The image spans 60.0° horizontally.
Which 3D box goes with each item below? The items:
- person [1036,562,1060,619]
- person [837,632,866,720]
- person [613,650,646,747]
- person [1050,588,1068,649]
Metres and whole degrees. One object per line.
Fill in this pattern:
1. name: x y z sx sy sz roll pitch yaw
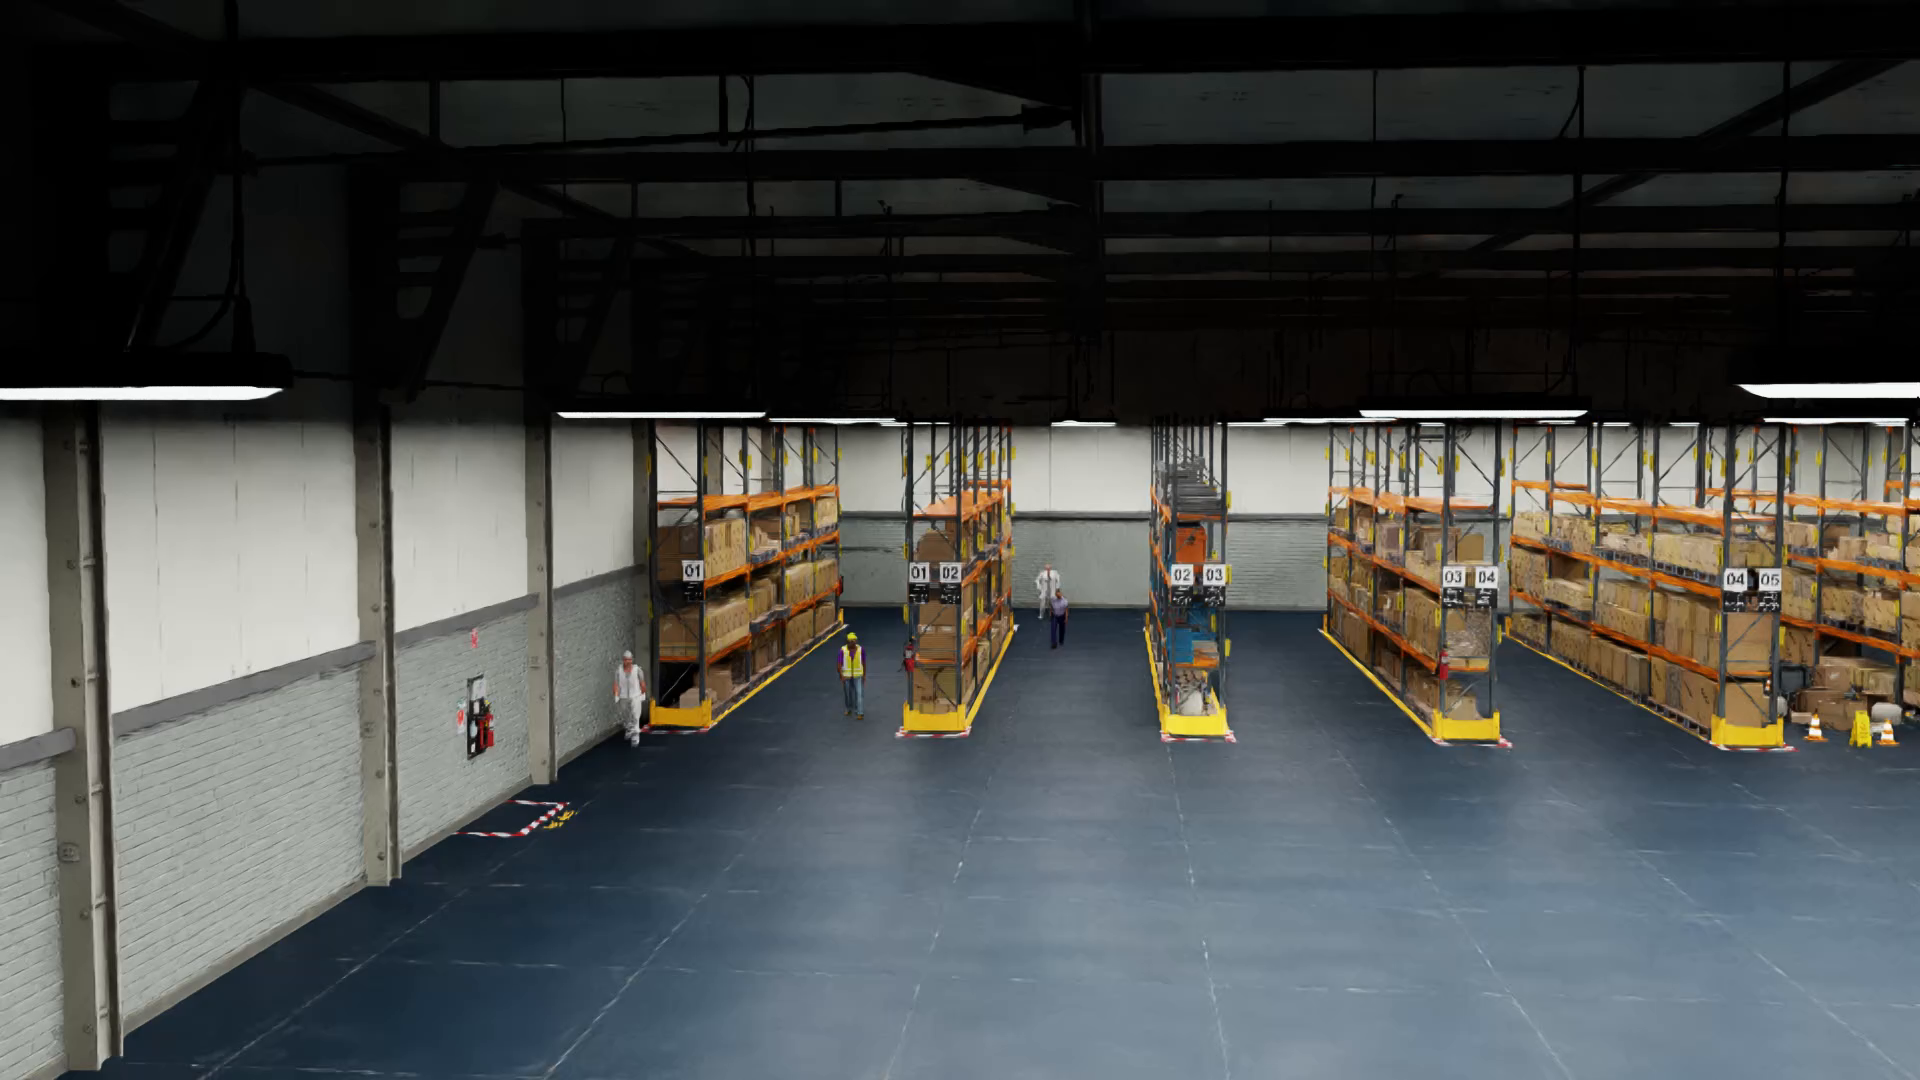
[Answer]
1. person: 2.632 1.519 49.709 0.729 1.733 0.546 0 4 3
2. person: -2.129 2.659 32.718 0.571 1.708 1.033 0 4 -3
3. person: -5.972 2.832 29.996 0.554 1.710 1.097 0 4 -4
4. person: 2.580 2.018 43.232 0.478 1.567 1.093 0 4 3
